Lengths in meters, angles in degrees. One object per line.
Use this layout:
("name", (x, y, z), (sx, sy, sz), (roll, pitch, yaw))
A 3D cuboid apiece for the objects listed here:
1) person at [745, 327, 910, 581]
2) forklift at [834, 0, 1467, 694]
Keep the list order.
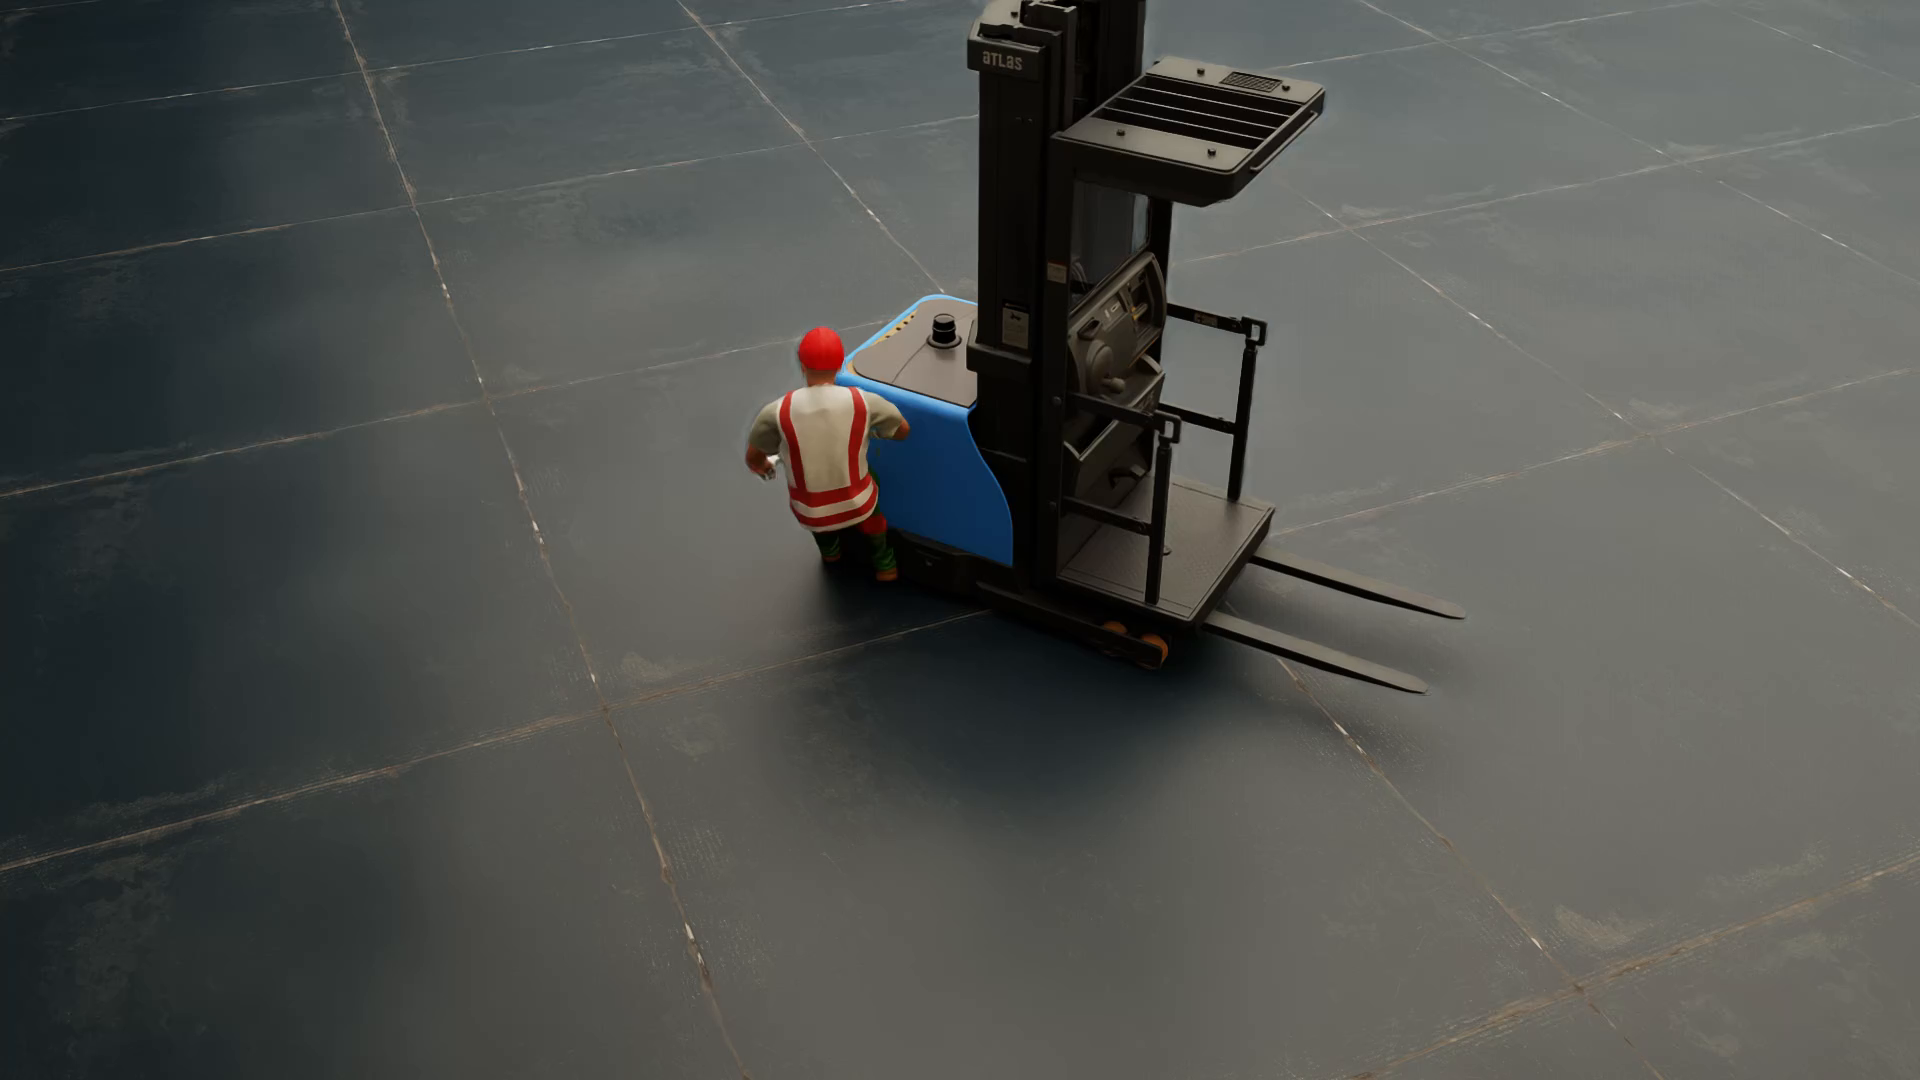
("person", (-0.635, -0.382, 7.901), (0.787, 1.566, 0.898), (-7, 36, -9))
("forklift", (0.892, -0.943, 7.425), (3.031, 2.935, 1.130), (18, 39, 24))
